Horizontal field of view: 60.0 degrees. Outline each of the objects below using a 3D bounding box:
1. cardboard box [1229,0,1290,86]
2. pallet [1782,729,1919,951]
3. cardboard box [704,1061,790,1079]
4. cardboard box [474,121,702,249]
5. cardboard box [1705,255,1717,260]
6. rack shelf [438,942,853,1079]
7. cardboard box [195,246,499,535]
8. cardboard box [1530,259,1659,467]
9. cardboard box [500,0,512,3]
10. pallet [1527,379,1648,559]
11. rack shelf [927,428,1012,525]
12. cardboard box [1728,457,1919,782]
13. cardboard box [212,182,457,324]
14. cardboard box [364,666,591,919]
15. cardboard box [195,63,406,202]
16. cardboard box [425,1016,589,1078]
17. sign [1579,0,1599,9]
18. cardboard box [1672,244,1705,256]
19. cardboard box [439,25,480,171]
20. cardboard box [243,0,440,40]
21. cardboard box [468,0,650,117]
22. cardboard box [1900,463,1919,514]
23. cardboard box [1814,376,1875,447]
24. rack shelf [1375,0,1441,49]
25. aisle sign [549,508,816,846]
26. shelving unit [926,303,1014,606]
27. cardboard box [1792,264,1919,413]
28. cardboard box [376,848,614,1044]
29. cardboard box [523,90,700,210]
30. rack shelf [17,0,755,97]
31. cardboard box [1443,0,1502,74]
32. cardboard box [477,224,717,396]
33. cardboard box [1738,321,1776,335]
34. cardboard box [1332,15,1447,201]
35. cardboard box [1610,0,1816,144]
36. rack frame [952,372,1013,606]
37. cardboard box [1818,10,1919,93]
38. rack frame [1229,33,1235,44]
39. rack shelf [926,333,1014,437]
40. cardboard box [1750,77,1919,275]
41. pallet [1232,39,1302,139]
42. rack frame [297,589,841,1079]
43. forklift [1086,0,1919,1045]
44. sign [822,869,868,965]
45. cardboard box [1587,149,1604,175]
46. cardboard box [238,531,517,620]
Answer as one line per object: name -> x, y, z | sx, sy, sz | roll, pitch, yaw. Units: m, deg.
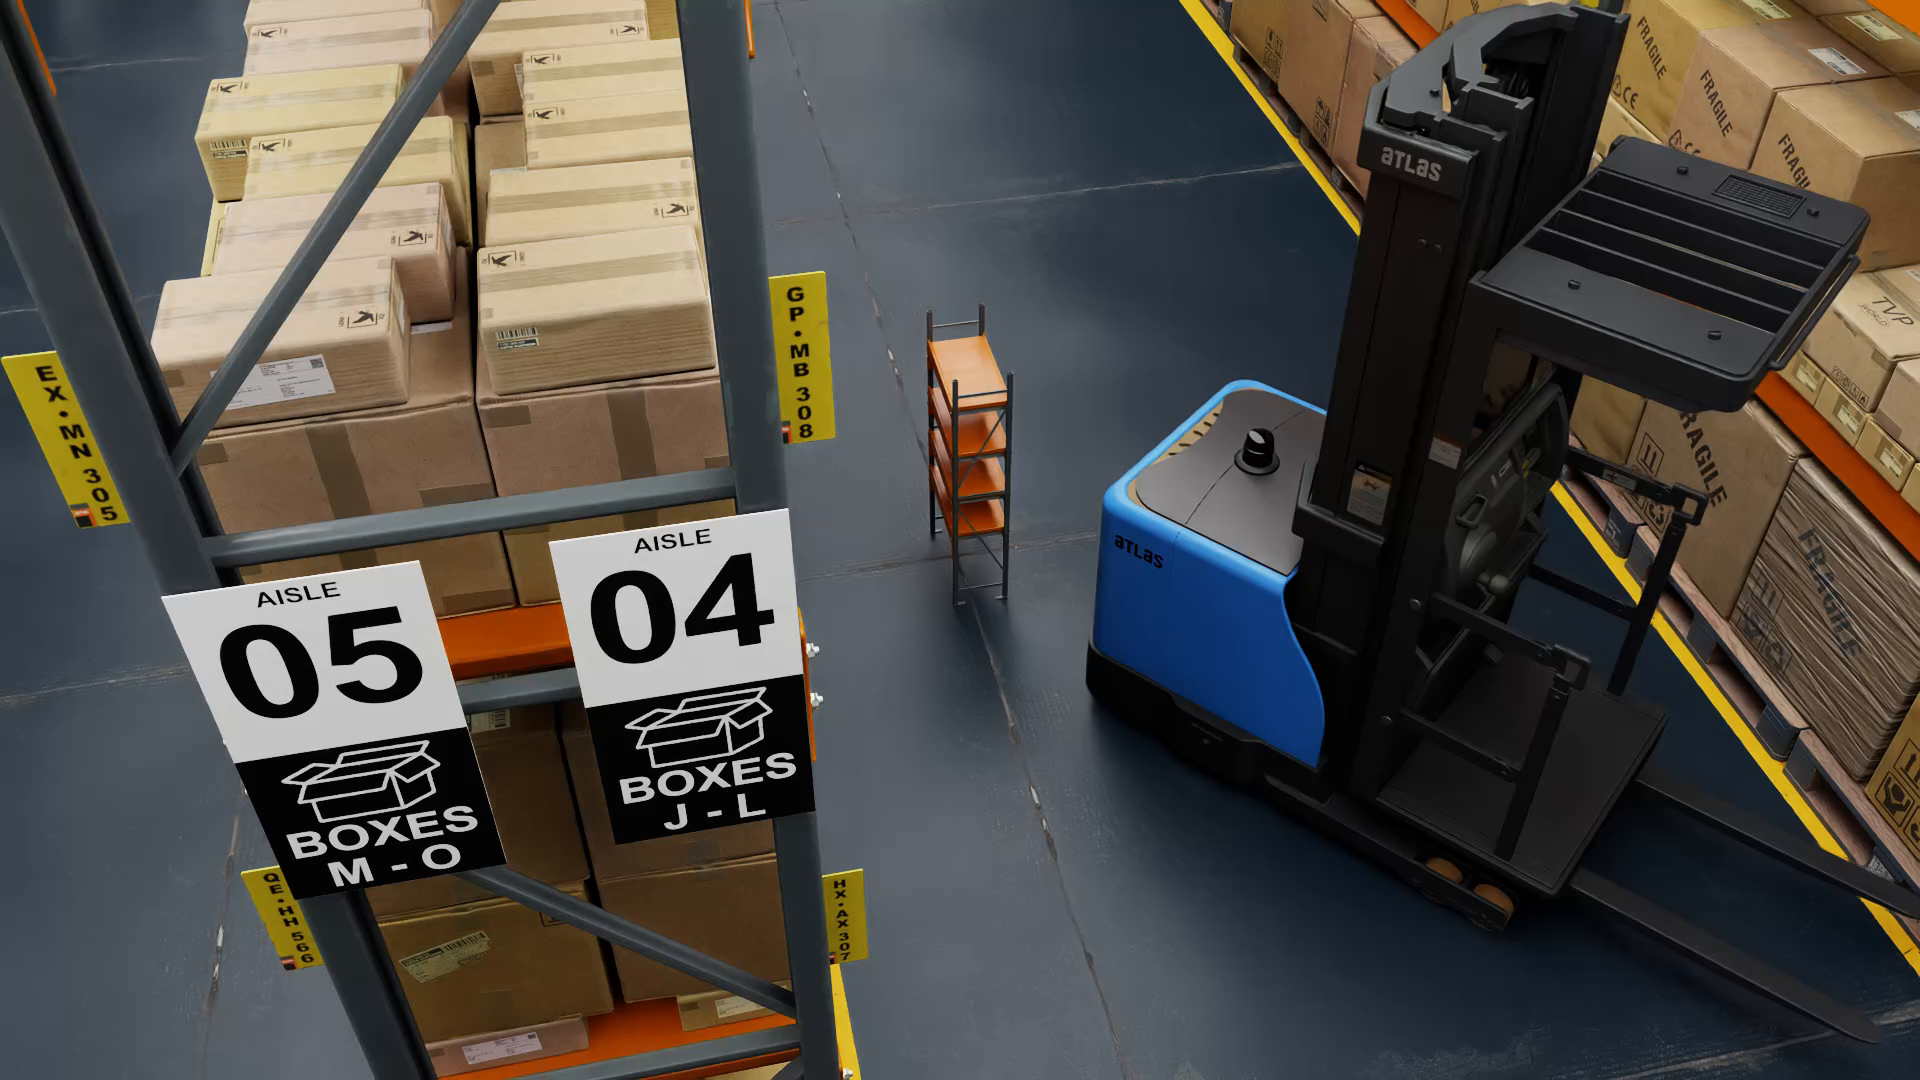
cardboard box -> 2.479, -3.504, 10.504 | 1.225, 0.875, 0.875 | -10, 43, -11
pallet -> 3.828, 1.129, 6.100 | 1.003, 0.211, 1.213 | -8, 42, -9
cardboard box -> -0.569, 1.537, 4.924 | 0.380, 0.149, 0.250 | -10, 43, -11
cardboard box -> -0.742, -0.674, 3.508 | 0.500, 0.250, 0.500 | -9, 42, -10
cardboard box -> 3.162, -1.389, 6.726 | 0.500, 0.250, 0.500 | -9, 42, -9
rack shelf -> -1.220, 0.211, 5.576 | 1.077, 0.370, 4.000 | -8, 42, -9
cardboard box -> -1.136, -0.276, 3.060 | 0.500, 0.250, 0.500 | -10, 42, -11
cardboard box -> 3.278, -0.922, 7.595 | 0.875, 0.875, 0.875 | -8, 42, -9
cardboard box -> -0.942, -1.417, 4.045 | 0.380, 0.149, 0.250 | -7, 42, -8
pallet -> 3.301, -0.452, 7.882 | 1.003, 0.211, 1.213 | -8, 42, -9
rack shelf -> 0.036, -0.291, 7.057 | 0.258, 0.148, 0.480 | -8, 42, -9
cardboard box -> 3.664, 0.238, 6.288 | 0.875, 0.875, 0.875 | -8, 42, -9
cardboard box -> -1.125, -0.507, 3.020 | 0.380, 0.149, 0.250 | -8, 42, -9
cardboard box -> -1.130, 0.455, 3.707 | 0.500, 0.500, 0.500 | -9, 42, -10
cardboard box -> -1.323, -0.832, 3.386 | 0.380, 0.149, 0.250 | -8, 42, -9
cardboard box -> -1.134, 1.162, 4.152 | 0.380, 0.149, 0.250 | -8, 42, -9
sign -> 2.686, -2.319, 7.072 | 0.100, 0.325, 0.005 | -8, 42, -9
cardboard box -> 3.125, -1.155, 6.762 | 0.380, 0.149, 0.250 | -9, 42, -10
cardboard box -> -1.355, -0.940, 3.808 | 0.500, 0.250, 0.500 | -8, 42, -9
cardboard box -> -1.392, -1.171, 3.768 | 0.380, 0.149, 0.250 | -7, 42, -8
cardboard box -> -0.871, -1.069, 3.653 | 0.380, 0.149, 0.250 | -7, 42, -8
cardboard box -> 3.457, -0.158, 5.639 | 0.380, 0.149, 0.250 | -9, 42, -10
cardboard box -> 3.349, -0.487, 6.010 | 0.380, 0.149, 0.250 | -8, 42, -8
rack shelf -> 2.782, -3.027, 9.224 | 1.077, 0.370, 4.000 | -8, 42, -9
aisle sign -> -0.479, 0.271, 3.009 | 0.394, 0.787, 0.004 | -8, 42, -9
shelving unit -> 0.036, -0.341, 7.013 | 0.258, 1.200, 0.503 | -8, 42, -9
cardboard box -> 3.378, -0.733, 5.987 | 0.500, 0.250, 0.500 | -8, 42, -9
cardboard box -> -1.136, 0.836, 4.031 | 0.500, 0.500, 0.500 | -8, 42, -8
cardboard box -> -0.660, -0.760, 3.305 | 0.380, 0.149, 0.250 | -8, 42, -9
rack shelf -> -1.220, -2.031, 3.585 | 1.077, 0.370, 4.000 | -8, 42, -9
cardboard box -> 2.746, -2.622, 8.151 | 0.500, 0.500, 0.500 | -7, 42, -8
cardboard box -> -0.635, -0.406, 2.906 | 0.380, 0.149, 0.250 | -9, 42, -10
cardboard box -> 3.233, -0.826, 6.392 | 0.380, 0.149, 0.250 | -8, 42, -9
cardboard box -> 2.862, -2.353, 9.207 | 1.225, 0.875, 0.875 | -10, 43, -11
cardboard box -> 3.067, -1.988, 6.835 | 0.500, 0.500, 0.500 | -8, 42, -9
rack frame -> 0.088, -0.183, 6.834 | 0.240, 1.200, 0.015 | -8, 42, -9
cardboard box -> 3.678, -1.750, 6.567 | 0.500, 0.500, 0.500 | -8, 42, -9
rack frame -> 2.350, -4.592, 10.445 | 1.000, 3.000, 0.127 | -8, 42, -9
rack shelf -> 0.036, -0.635, 6.752 | 0.258, 0.148, 0.480 | -8, 42, -9
cardboard box -> 3.283, -1.331, 6.095 | 0.500, 0.500, 0.500 | -10, 42, -11
pallet -> 2.447, -3.027, 10.783 | 1.003, 0.211, 1.213 | -8, 42, -9
rack frame -> -0.788, 1.239, 3.877 | 1.000, 3.000, 0.127 | -8, 42, -9
forklift -> 1.980, -0.101, 5.438 | 3.031, 2.935, 1.130 | 28, 49, 28
sign -> -0.258, 0.837, 3.677 | 0.100, 0.325, 0.005 | -8, 42, -9
cardboard box -> 2.953, -1.666, 7.338 | 0.380, 0.149, 0.250 | -8, 42, -9
cardboard box -> -1.144, -0.084, 3.220 | 0.500, 0.250, 0.500 | -9, 42, -10
